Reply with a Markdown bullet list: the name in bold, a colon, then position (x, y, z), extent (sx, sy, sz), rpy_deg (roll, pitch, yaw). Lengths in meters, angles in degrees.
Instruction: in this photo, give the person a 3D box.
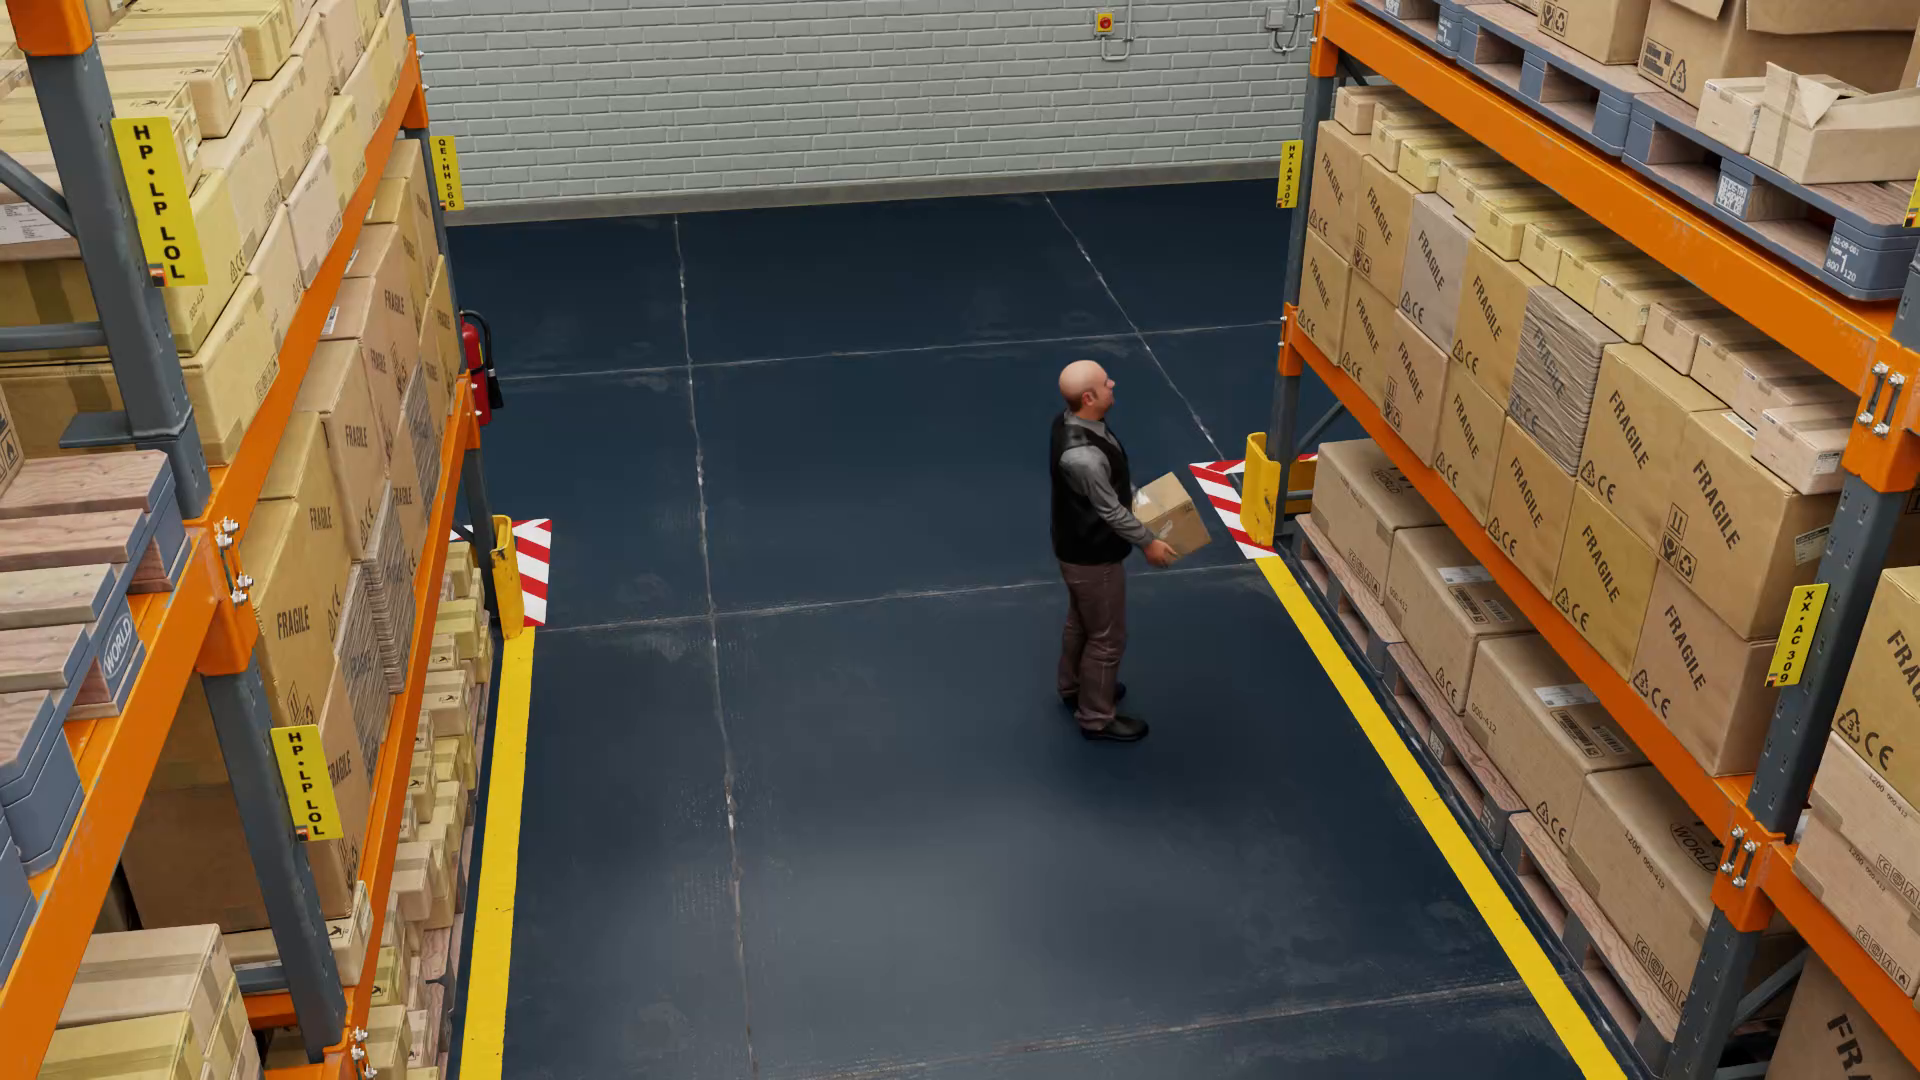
- **person**: position (0.639, 0.034, 7.094), extent (0.539, 1.724, 0.502), rpy_deg (0, 30, 0)
